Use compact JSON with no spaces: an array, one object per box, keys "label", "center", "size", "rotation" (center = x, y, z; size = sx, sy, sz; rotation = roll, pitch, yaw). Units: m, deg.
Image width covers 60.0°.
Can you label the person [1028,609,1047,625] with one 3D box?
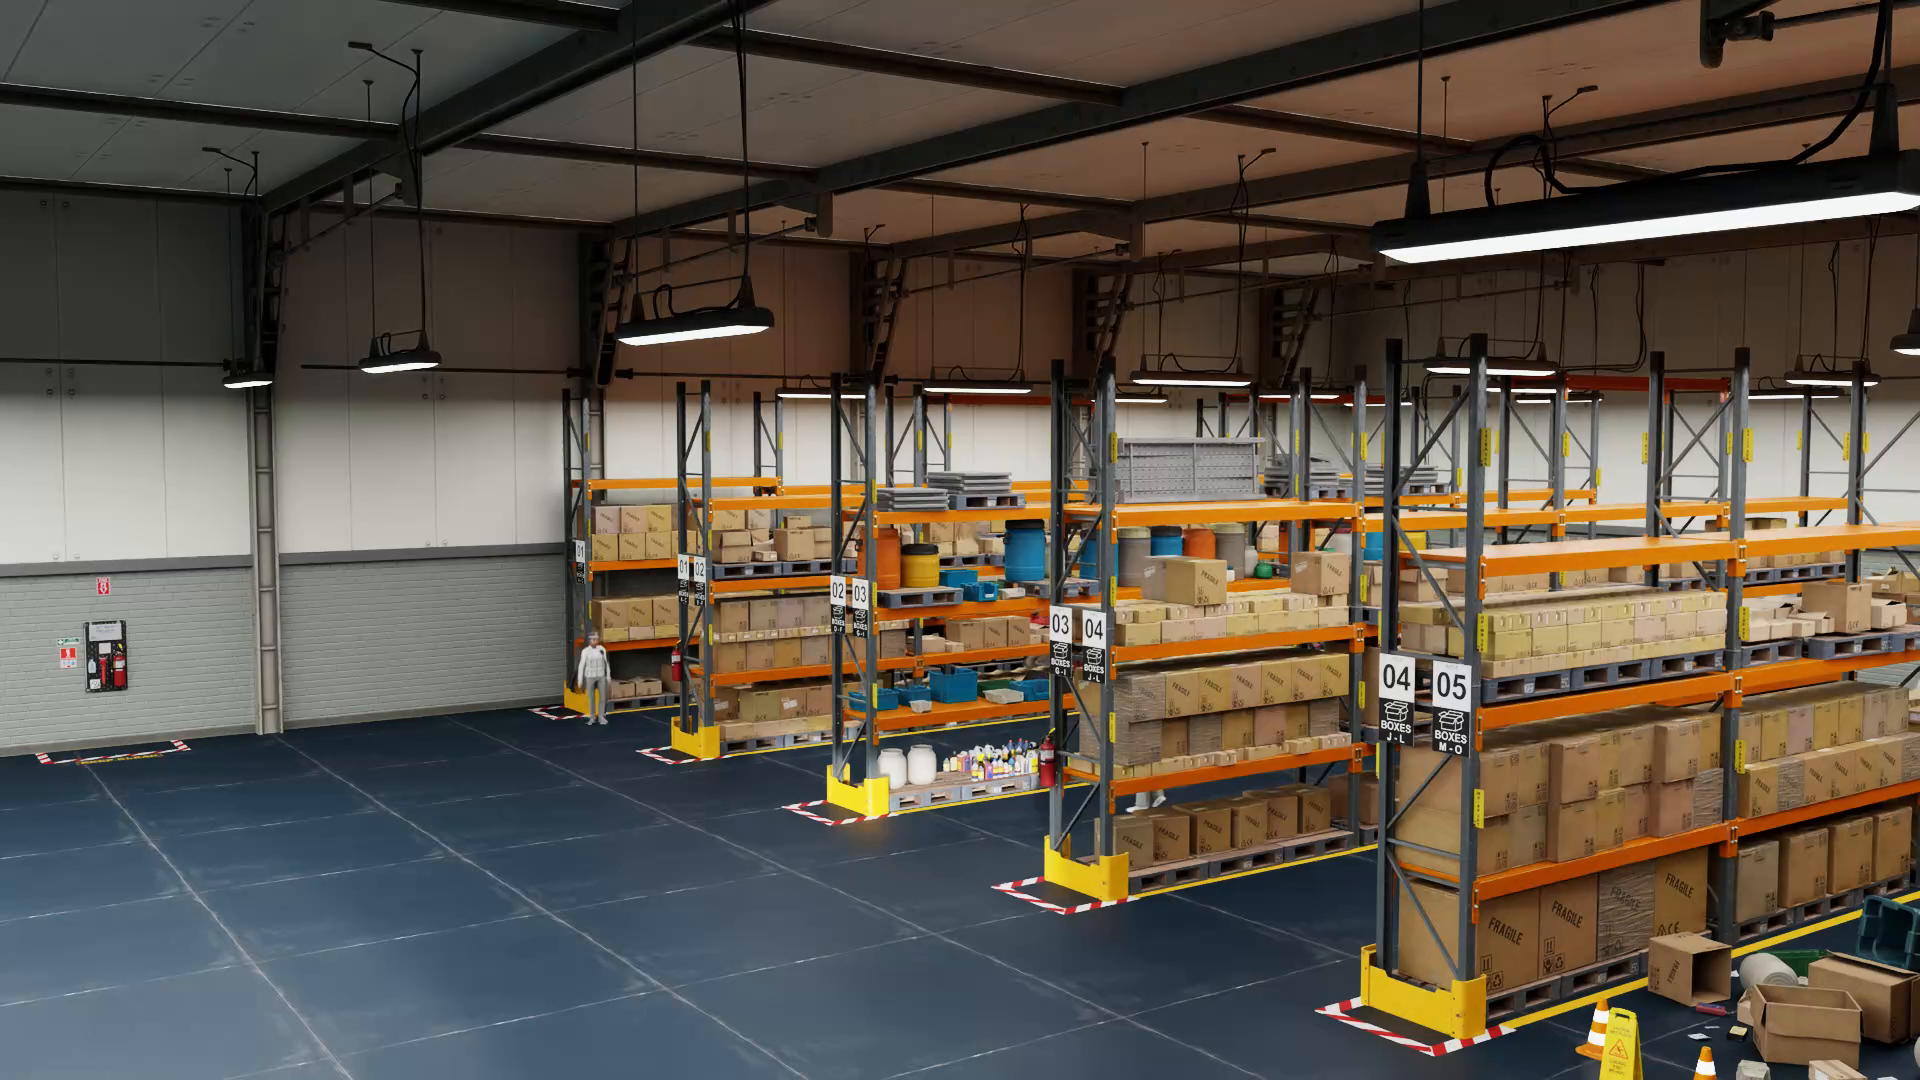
[{"label":"person","center":[1.505,1.701,33.914],"size":[0.383,0.671,0.519],"rotation":[-3,5,-37]}]

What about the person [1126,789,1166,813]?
[{"label":"person","center":[2.572,2.870,22.709],"size":[0.446,1.668,0.531],"rotation":[2,4,27]}]

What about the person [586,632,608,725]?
[{"label":"person","center":[-6.443,2.441,29.463],"size":[0.382,1.679,0.357],"rotation":[-2,4,-25]}]

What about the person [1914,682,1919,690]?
[{"label":"person","center":[14.904,2.642,25.682],"size":[0.468,1.751,0.590],"rotation":[3,5,38]}]
